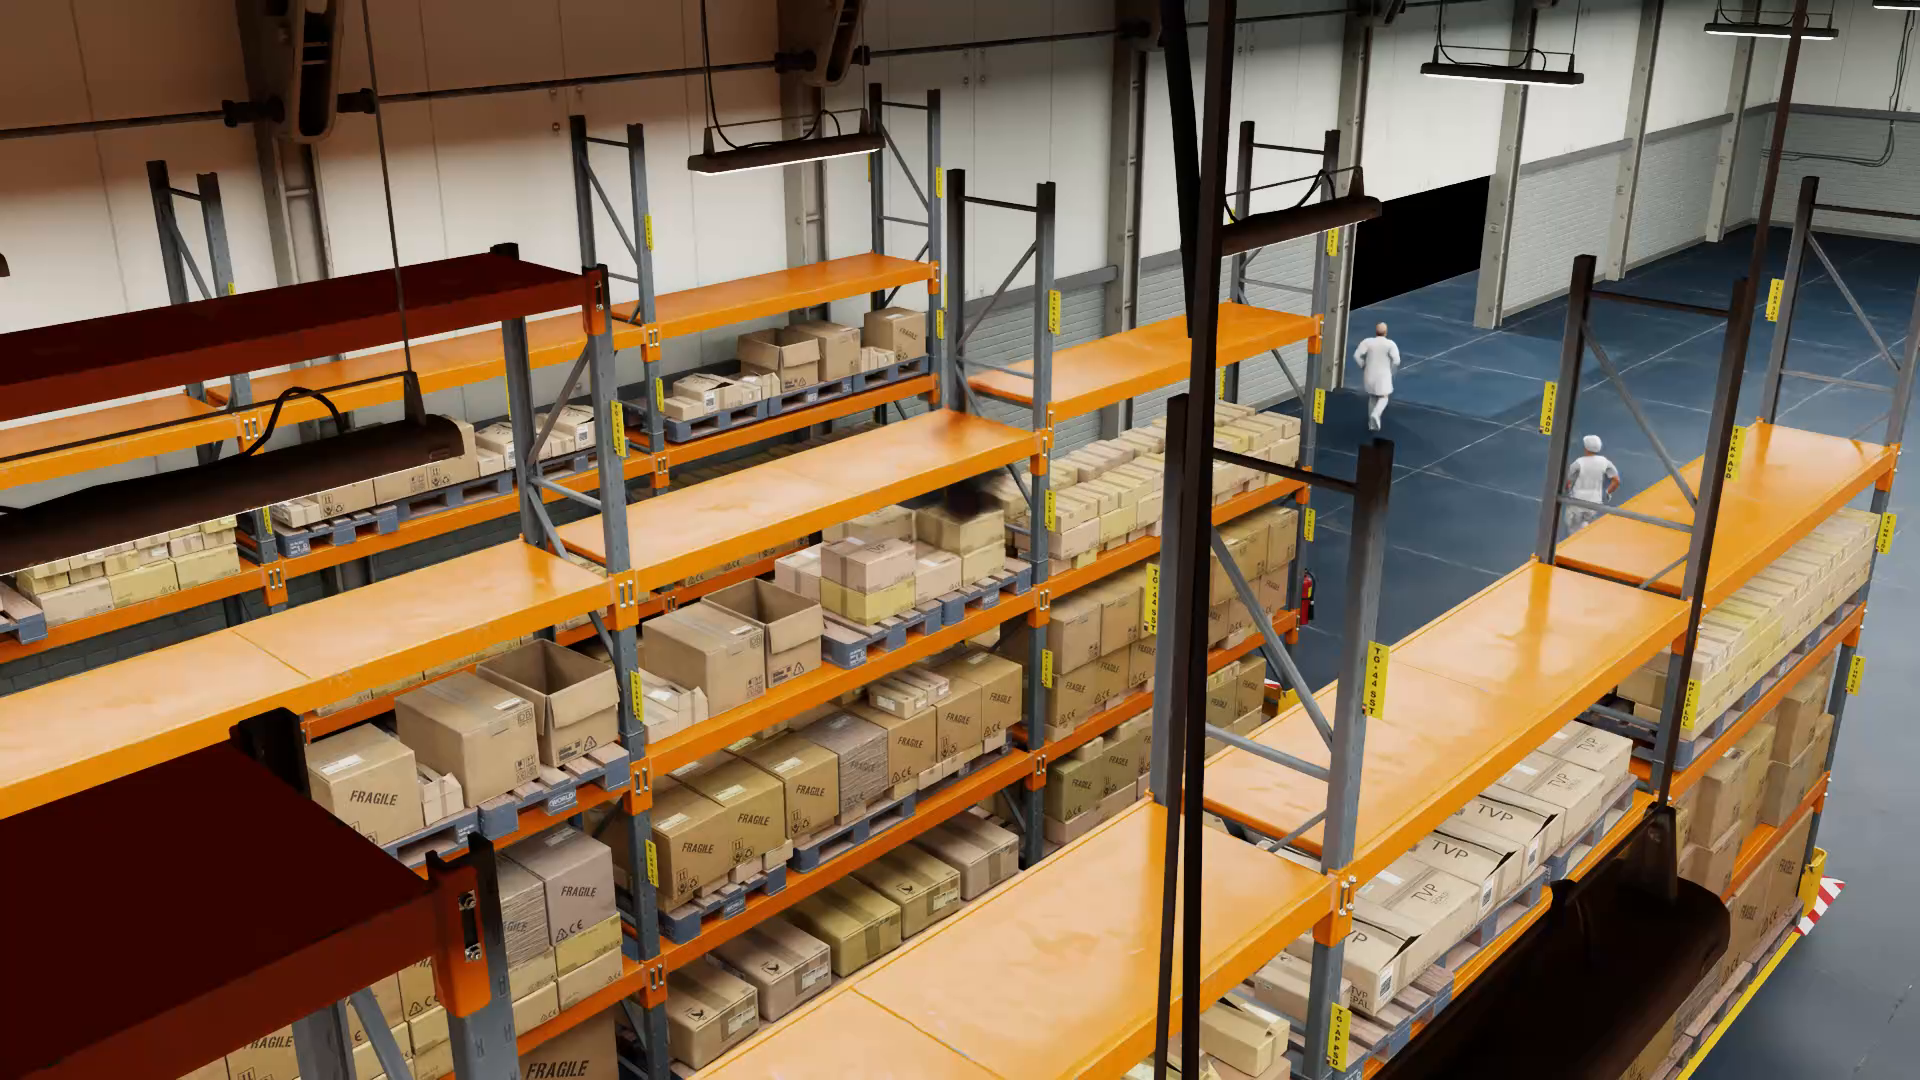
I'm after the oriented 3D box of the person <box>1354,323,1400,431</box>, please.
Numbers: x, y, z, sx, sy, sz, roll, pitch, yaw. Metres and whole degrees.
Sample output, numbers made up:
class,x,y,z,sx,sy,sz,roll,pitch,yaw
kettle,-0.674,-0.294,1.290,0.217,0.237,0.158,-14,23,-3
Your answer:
class,x,y,z,sx,sy,sz,roll,pitch,yaw
person,6.548,-2.550,26.199,0.733,1.755,0.683,11,24,26

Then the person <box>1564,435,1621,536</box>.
class,x,y,z,sx,sy,sz,roll,pitch,yaw
person,7.841,-0.504,20.912,0.654,1.739,0.587,-2,21,-5
